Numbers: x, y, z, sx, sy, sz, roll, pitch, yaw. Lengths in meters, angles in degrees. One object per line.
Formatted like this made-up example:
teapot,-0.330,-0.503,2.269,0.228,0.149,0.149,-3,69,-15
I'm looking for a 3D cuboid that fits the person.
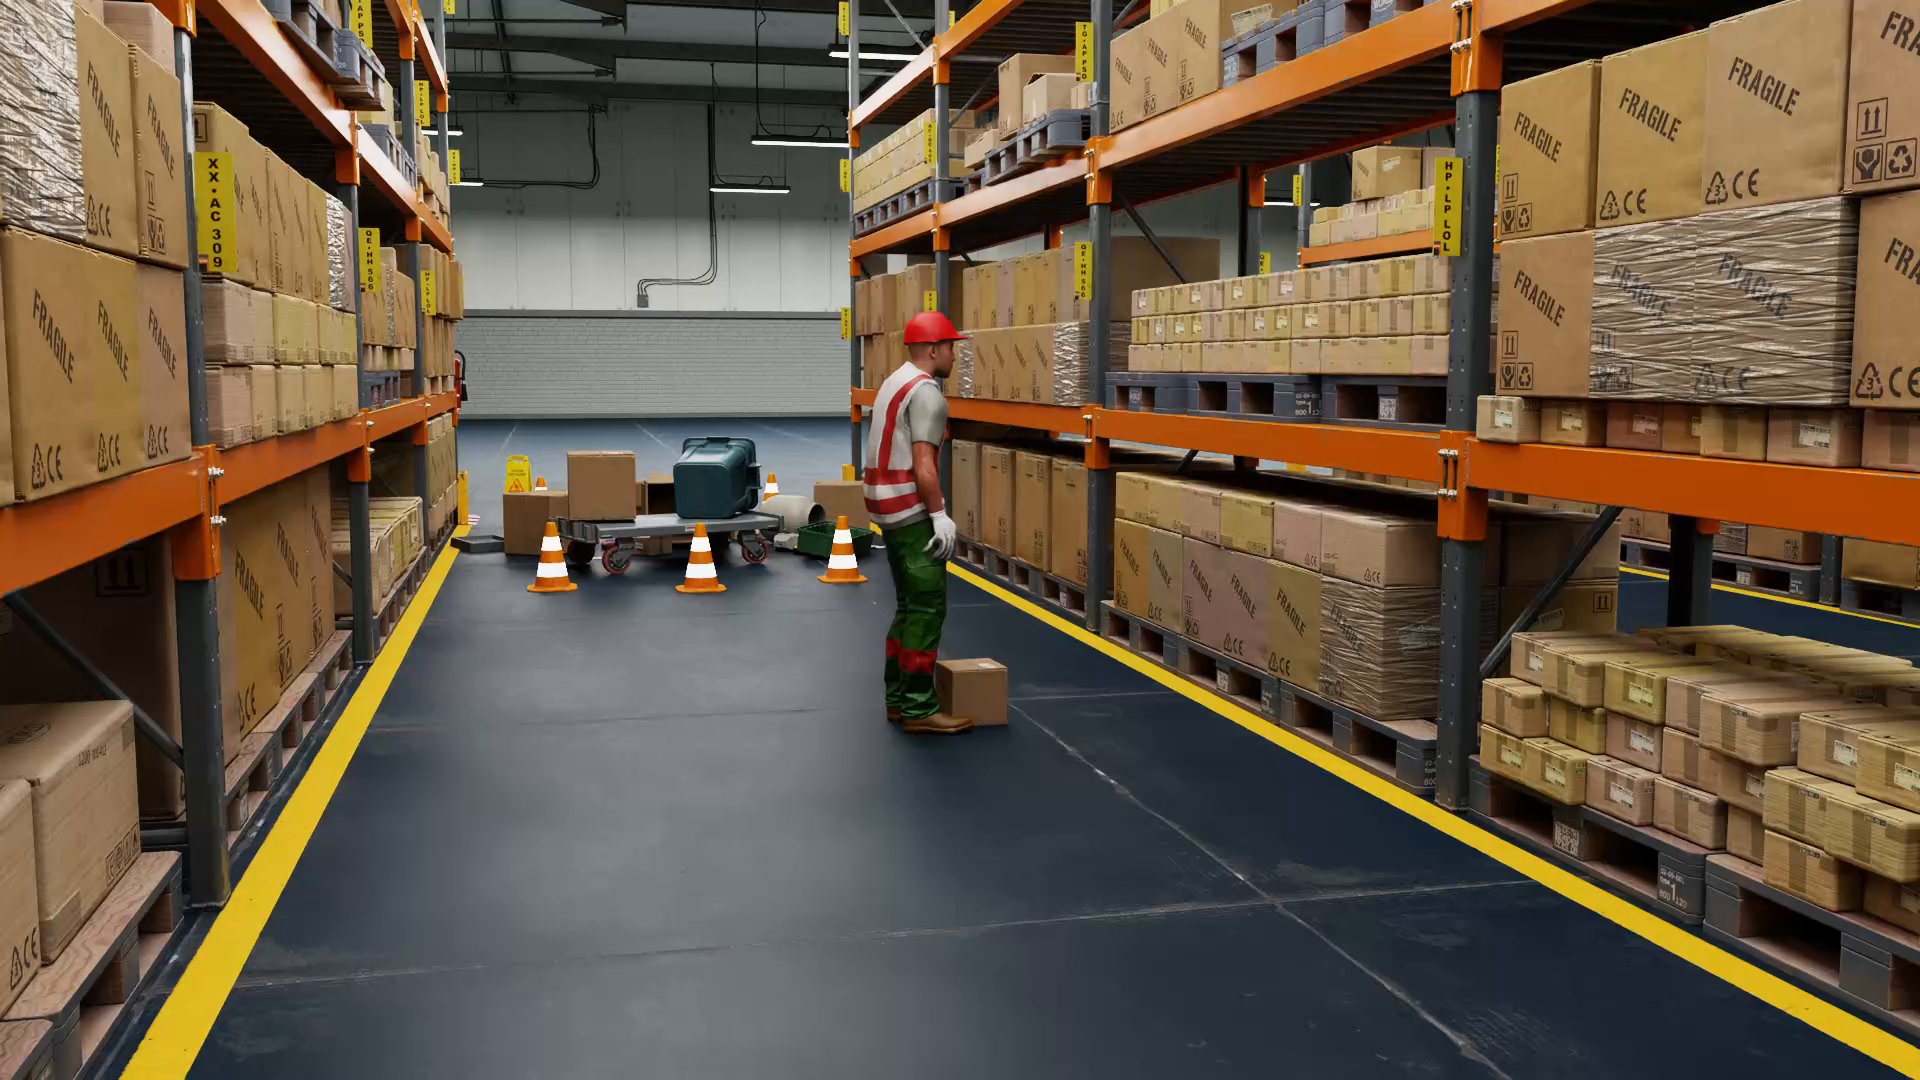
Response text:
person,-0.175,-0.089,7.156,0.447,1.780,0.620,-2,6,-17
